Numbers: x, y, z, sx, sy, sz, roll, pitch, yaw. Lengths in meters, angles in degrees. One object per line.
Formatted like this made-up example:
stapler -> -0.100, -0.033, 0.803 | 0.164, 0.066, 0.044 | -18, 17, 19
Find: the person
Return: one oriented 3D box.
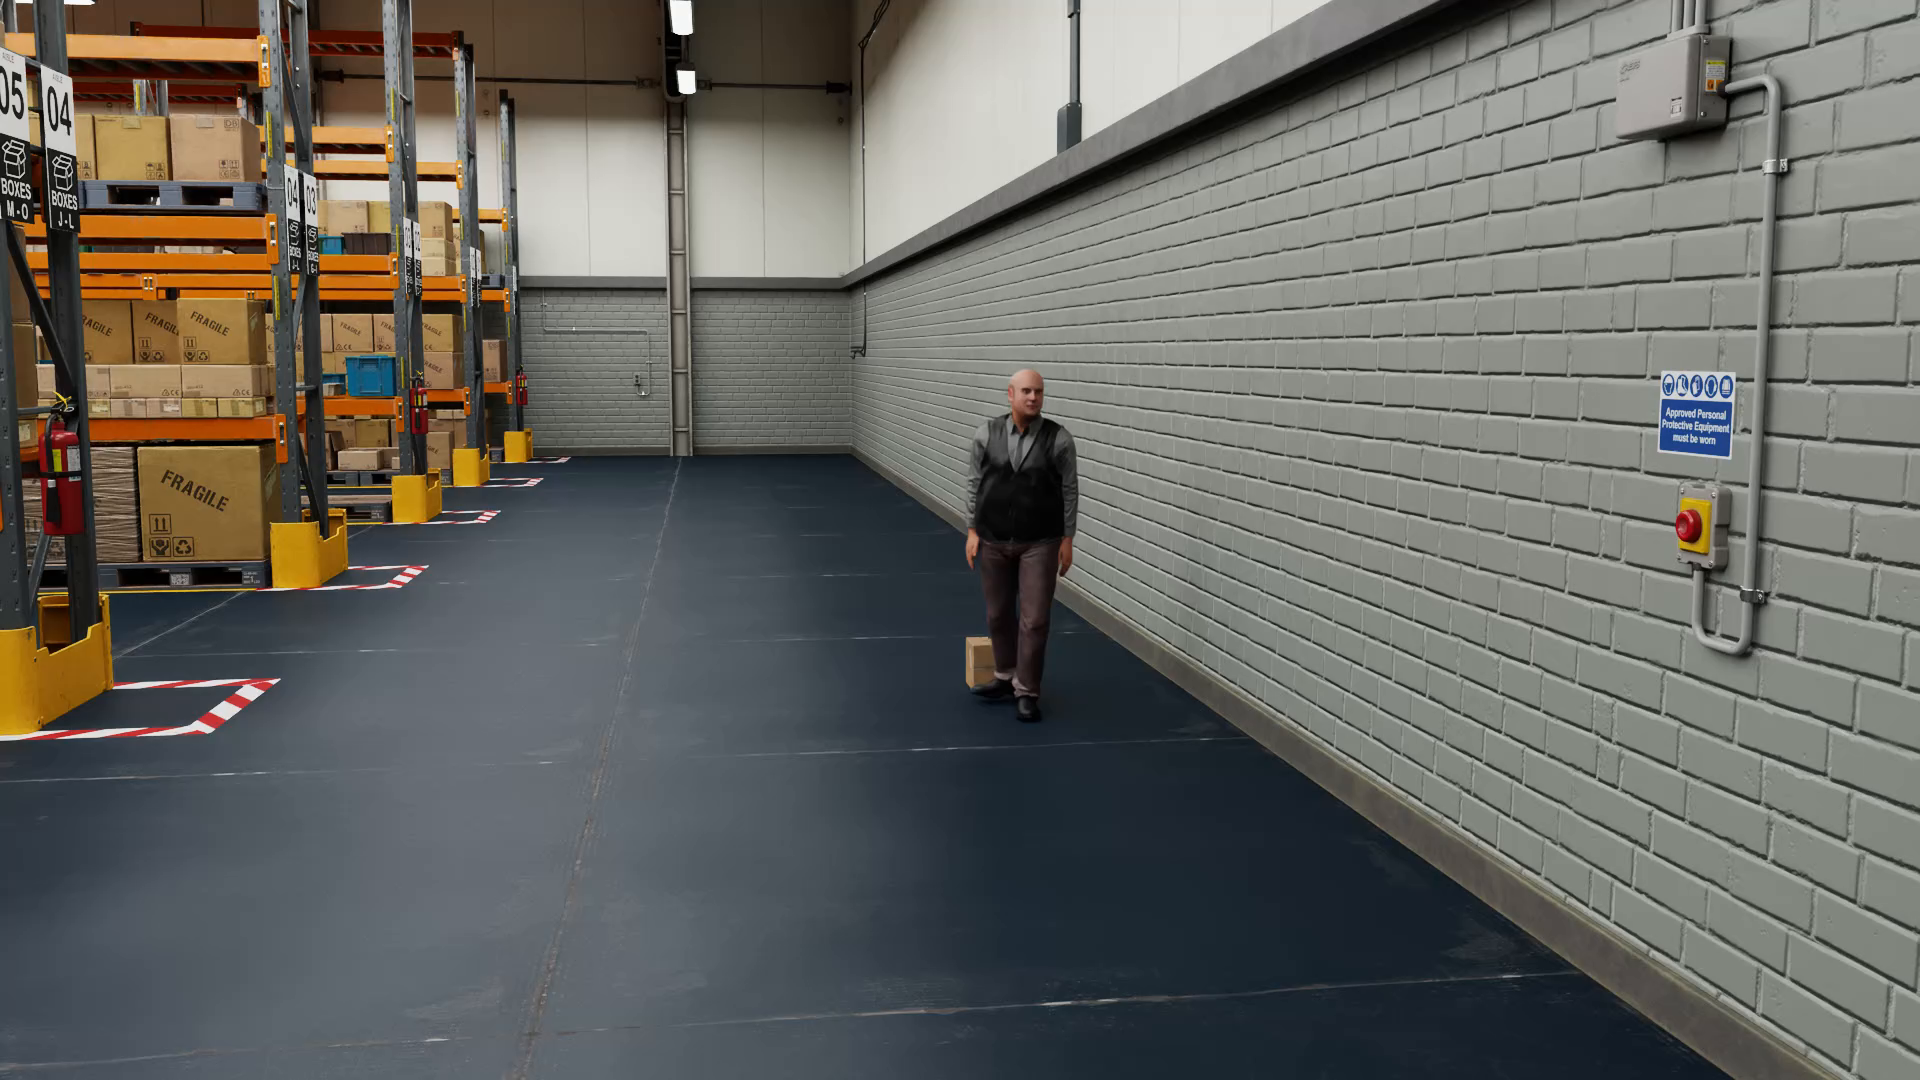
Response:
person -> 0.310, 0.007, 8.276 | 0.567, 1.708, 0.560 | 2, 7, 14
